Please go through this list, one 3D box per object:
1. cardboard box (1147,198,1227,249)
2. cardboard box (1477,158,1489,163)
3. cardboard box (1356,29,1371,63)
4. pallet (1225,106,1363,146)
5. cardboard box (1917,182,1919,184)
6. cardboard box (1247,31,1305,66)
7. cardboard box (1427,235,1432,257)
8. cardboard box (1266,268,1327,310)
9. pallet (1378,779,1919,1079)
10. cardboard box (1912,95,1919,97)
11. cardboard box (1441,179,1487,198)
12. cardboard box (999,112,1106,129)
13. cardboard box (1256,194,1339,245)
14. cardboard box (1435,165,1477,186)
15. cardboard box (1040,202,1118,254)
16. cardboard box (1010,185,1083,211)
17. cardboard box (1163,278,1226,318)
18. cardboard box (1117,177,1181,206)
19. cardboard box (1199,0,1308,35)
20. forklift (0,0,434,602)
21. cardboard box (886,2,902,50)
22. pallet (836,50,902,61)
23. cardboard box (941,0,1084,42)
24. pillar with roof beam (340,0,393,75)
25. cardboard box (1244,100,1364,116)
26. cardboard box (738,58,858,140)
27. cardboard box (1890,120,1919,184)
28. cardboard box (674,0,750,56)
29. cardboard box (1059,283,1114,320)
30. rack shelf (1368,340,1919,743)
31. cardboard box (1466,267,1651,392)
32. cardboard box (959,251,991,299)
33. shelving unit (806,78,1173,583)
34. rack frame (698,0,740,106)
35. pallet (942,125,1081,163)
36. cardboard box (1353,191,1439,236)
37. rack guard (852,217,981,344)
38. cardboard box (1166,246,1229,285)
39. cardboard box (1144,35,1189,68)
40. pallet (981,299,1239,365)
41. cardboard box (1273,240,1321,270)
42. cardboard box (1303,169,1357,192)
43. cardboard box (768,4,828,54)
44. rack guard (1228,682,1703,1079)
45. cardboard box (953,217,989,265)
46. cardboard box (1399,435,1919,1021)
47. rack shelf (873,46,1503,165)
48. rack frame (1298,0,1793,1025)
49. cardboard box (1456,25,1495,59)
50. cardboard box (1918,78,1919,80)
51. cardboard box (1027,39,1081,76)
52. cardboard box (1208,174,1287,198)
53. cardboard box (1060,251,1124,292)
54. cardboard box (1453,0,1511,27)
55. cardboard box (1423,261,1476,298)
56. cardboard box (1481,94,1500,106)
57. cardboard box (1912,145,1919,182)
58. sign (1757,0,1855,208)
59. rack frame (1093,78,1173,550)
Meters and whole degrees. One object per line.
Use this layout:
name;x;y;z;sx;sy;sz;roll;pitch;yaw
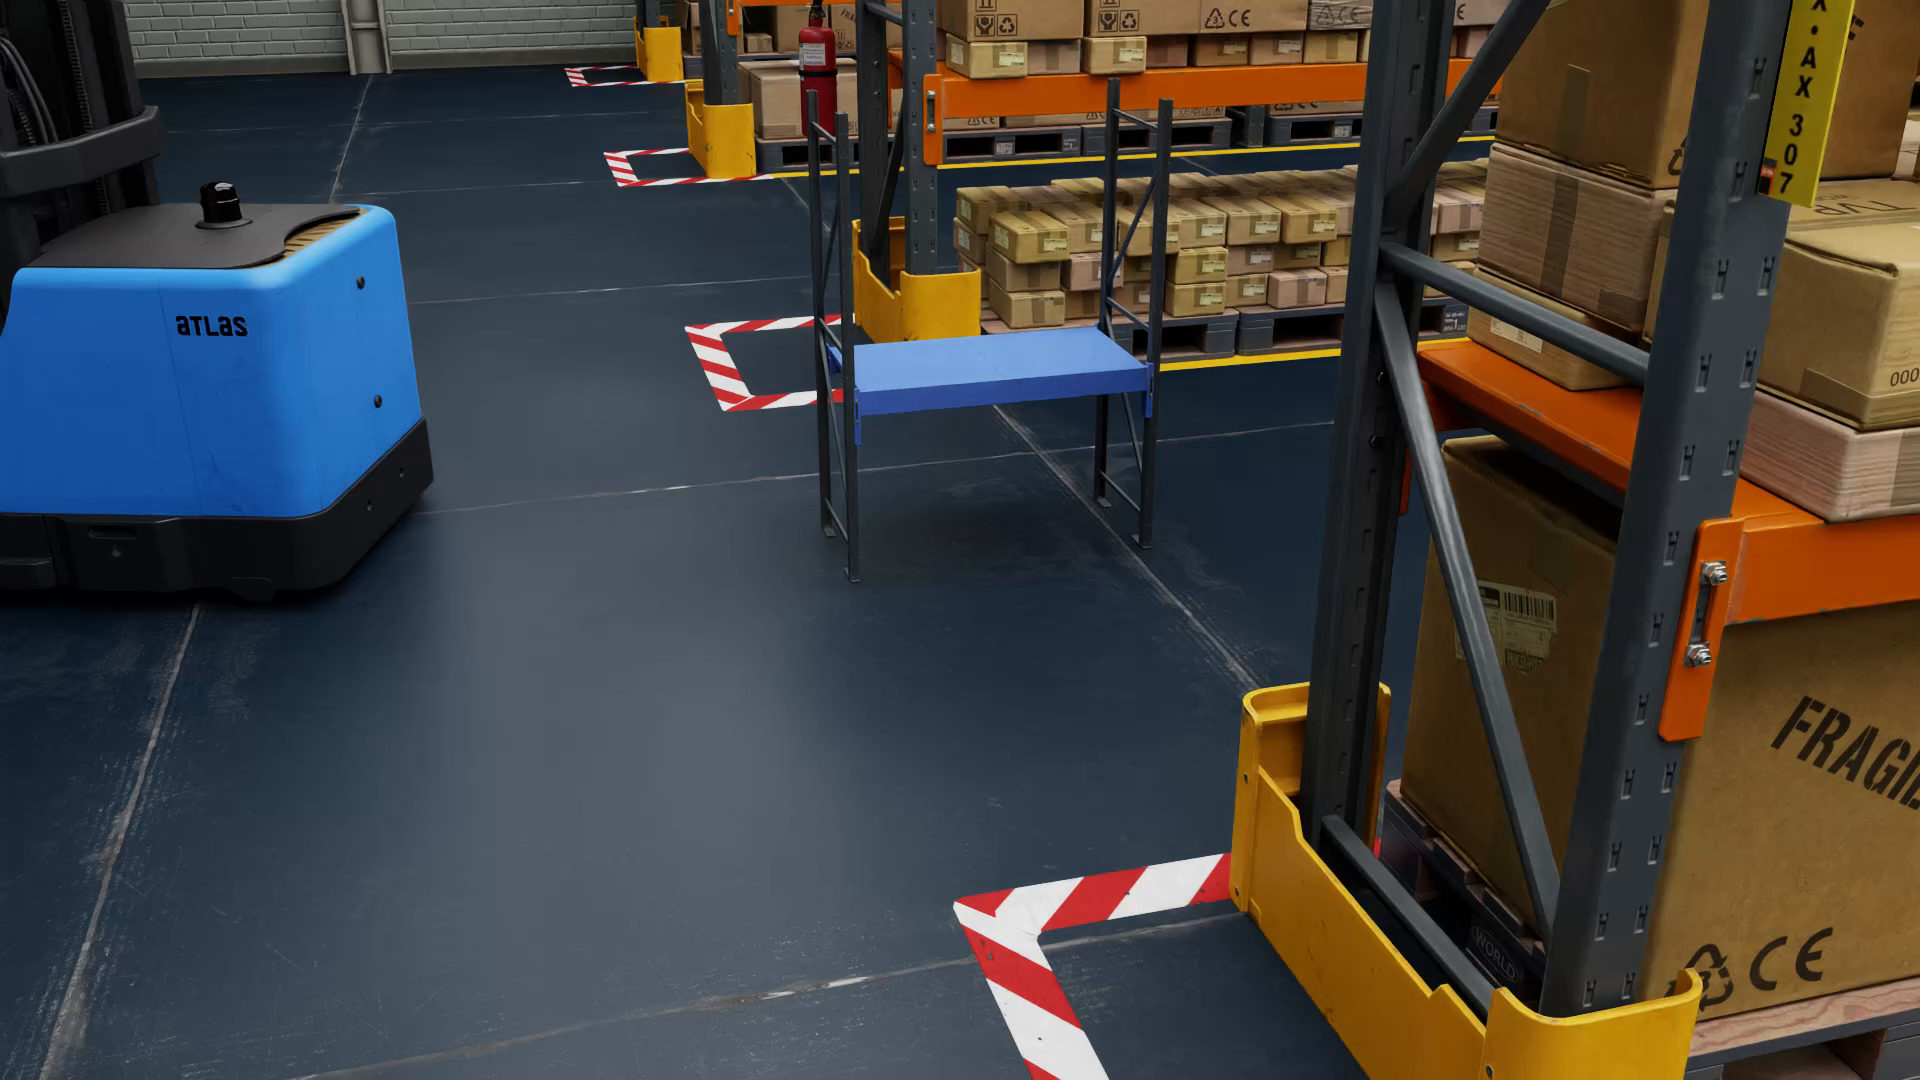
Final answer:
cardboard box;1.033;-1.466;7.691;0.250;0.149;0.380;-8;24;-17
cardboard box;2.893;-1.889;8.677;0.250;0.149;0.380;-5;24;-12
cardboard box;1.864;-2.269;7.553;0.250;0.149;0.380;-6;24;-13
pallet;2.850;-3.396;13.396;1.213;0.211;1.003;-6;24;-14
cardboard box;1.986;-0.452;2.813;0.500;0.250;0.500;-7;24;-15
cardboard box;1.344;-2.232;7.467;0.250;0.149;0.380;-7;24;-15
cardboard box;2.062;-1.450;8.030;0.250;0.149;0.380;-7;24;-17
cardboard box;1.527;-1.219;7.871;0.250;0.149;0.380;-8;24;-17
pallet;1.701;0.789;3.644;1.213;0.211;1.003;-6;24;-14
cardboard box;5.349;-2.175;8.702;0.500;0.250;0.500;-5;24;-12
cardboard box;2.545;-1.648;8.115;0.250;0.149;0.380;-6;24;-13
cardboard box;0.632;-3.460;12.727;0.875;0.438;0.875;-7;24;-16
cardboard box;1.568;-1.503;7.776;0.250;0.149;0.380;-6;24;-14
cardboard box;2.418;-1.807;8.486;0.250;0.149;0.380;-7;24;-16
cardboard box;0.539;-1.430;7.607;0.250;0.149;0.380;-6;24;-13
cardboard box;0.409;-1.586;7.970;0.250;0.149;0.380;-6;24;-13
cardboard box;1.044;-1.163;7.738;0.250;0.149;0.380;-6;24;-14
cardboard box;0.890;-1.665;8.155;0.250;0.149;0.380;-7;24;-16
cardboard box;1.201;-2.511;7.295;0.500;0.500;0.500;-6;24;-14
forklift;-3.456;-1.356;5.193;3.031;2.935;1.130;1;23;2
cardboard box;-0.621;-5.285;16.900;0.500;0.500;0.700;-7;24;-16
pallet;-1.056;-4.965;17.053;1.213;0.211;1.003;-6;24;-14
cardboard box;0.217;-2.397;7.029;0.500;0.500;0.500;-5;24;-12
pillar with roof beam;-4.745;-7.202;11.122;0.400;9.000;9.100;-6;24;-14
cardboard box;2.702;-3.879;13.149;0.875;0.875;0.875;-6;24;-13
cardboard box;-1.116;-3.264;12.270;0.875;0.438;0.875;-7;24;-16
cardboard box;1.836;-0.652;3.278;0.500;0.250;0.500;-7;24;-15
cardboard box;-2.454;-5.099;16.464;0.637;0.503;0.797;-7;24;-16
cardboard box;0.531;-1.148;7.704;0.250;0.149;0.380;-6;24;-15
rack shelf;2.878;-0.260;3.465;4.000;0.370;1.077;-6;24;-14
cardboard box;1.207;-0.425;3.256;0.250;0.149;0.380;-6;24;-13
cardboard box;0.161;-1.290;8.035;0.250;0.149;0.380;-6;24;-13
shelving unit;0.082;-0.698;5.475;1.048;1.500;0.538;-6;24;-14
rack frame;-1.724;-4.140;11.595;0.127;3.000;1.000;-6;24;-14
pallet;0.197;-3.102;12.712;1.213;0.211;1.003;-6;24;-14
cardboard box;2.053;-1.551;7.888;0.250;0.149;0.380;-7;24;-16
rack guard;-0.217;-1.131;7.752;0.348;0.500;1.175;-6;24;-14
cardboard box;1.051;-1.303;7.689;0.250;0.149;0.380;-6;24;-13
cardboard box;0.831;-2.197;7.385;0.250;0.149;0.380;-5;24;-12
pallet;0.575;-1.072;7.980;1.213;0.211;1.003;-6;24;-14
cardboard box;1.531;-1.412;7.943;0.250;0.149;0.380;-5;24;-12
cardboard box;1.910;-1.751;8.355;0.250;0.149;0.380;-7;24;-17
cardboard box;-1.621;-5.174;16.642;0.500;0.500;0.700;-5;24;-12
rack guard;0.930;0.773;3.314;0.348;0.500;1.175;-6;24;-14
cardboard box;0.141;-1.456;8.045;0.250;0.149;0.380;-7;24;-16
cardboard box;1.547;0.307;3.393;0.875;0.875;0.875;-6;24;-14
rack shelf;1.636;-2.154;7.879;4.000;0.370;1.077;-6;24;-14
rack frame;0.953;-0.378;2.827;0.127;3.000;1.000;-6;24;-14
cardboard box;2.349;-2.330;7.695;0.250;0.149;0.380;-7;24;-17
cardboard box;5.715;-2.429;9.294;0.500;0.250;0.500;-6;24;-14
cardboard box;0.345;-2.109;7.180;0.250;0.149;0.380;-5;24;-12
cardboard box;1.418;-1.701;8.238;0.250;0.149;0.380;-7;24;-16
cardboard box;0.563;-1.257;7.582;0.250;0.149;0.380;-6;24;-15
cardboard box;2.193;-2.614;7.535;0.500;0.500;0.500;-6;24;-15
cardboard box;2.279;-1.299;8.057;0.250;0.149;0.380;-6;24;-14
cardboard box;4.431;-4.074;13.602;0.875;0.875;0.875;-6;24;-14
cardboard box;1.969;-0.792;2.654;0.500;0.500;0.500;-7;24;-16
sign;1.097;-0.601;2.148;0.005;0.325;0.100;-6;24;-14
rack frame;0.572;-0.752;5.602;0.032;1.500;0.500;-6;24;-14
